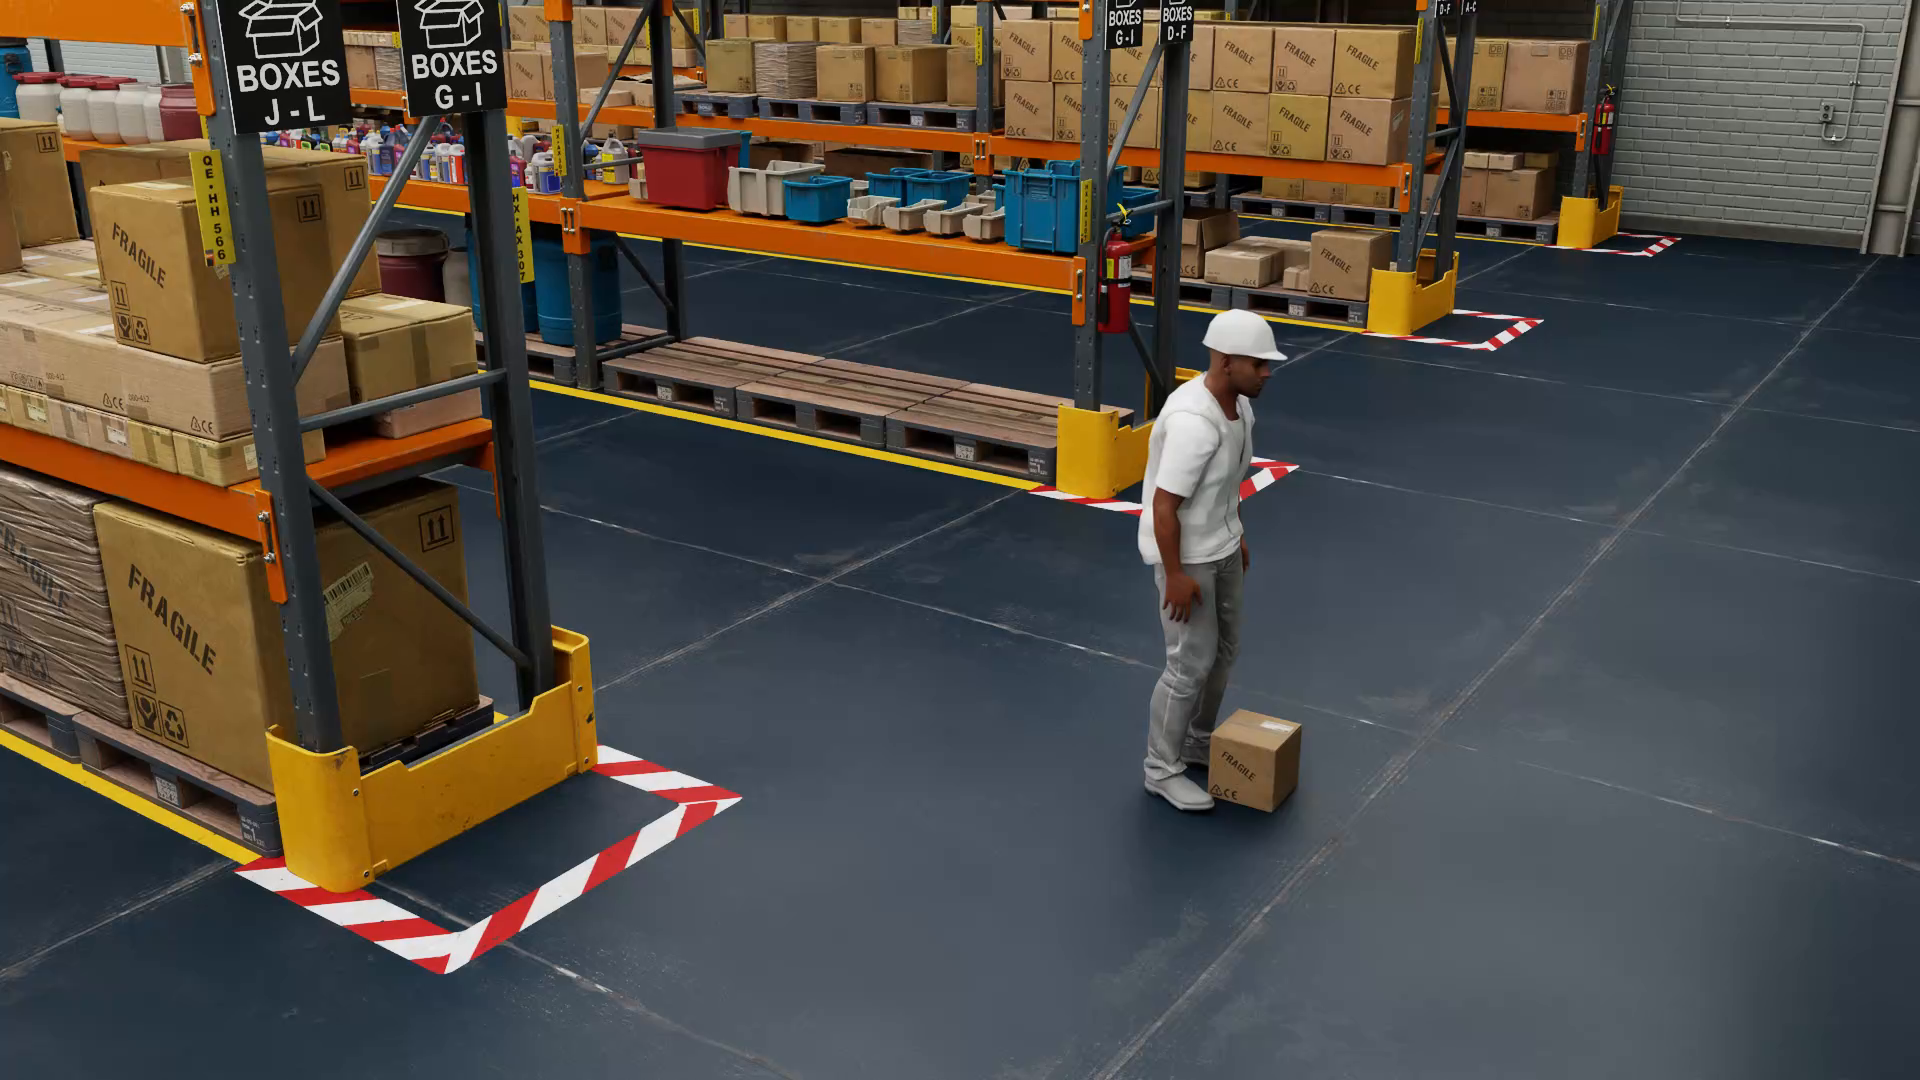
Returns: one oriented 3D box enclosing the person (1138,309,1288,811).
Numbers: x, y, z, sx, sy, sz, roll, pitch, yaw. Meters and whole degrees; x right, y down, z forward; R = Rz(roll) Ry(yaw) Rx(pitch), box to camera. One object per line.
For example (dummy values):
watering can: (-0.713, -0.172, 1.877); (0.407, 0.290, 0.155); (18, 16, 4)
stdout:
person: (0.879, 0.050, 5.907); (0.462, 1.759, 0.628); (12, 23, 29)
